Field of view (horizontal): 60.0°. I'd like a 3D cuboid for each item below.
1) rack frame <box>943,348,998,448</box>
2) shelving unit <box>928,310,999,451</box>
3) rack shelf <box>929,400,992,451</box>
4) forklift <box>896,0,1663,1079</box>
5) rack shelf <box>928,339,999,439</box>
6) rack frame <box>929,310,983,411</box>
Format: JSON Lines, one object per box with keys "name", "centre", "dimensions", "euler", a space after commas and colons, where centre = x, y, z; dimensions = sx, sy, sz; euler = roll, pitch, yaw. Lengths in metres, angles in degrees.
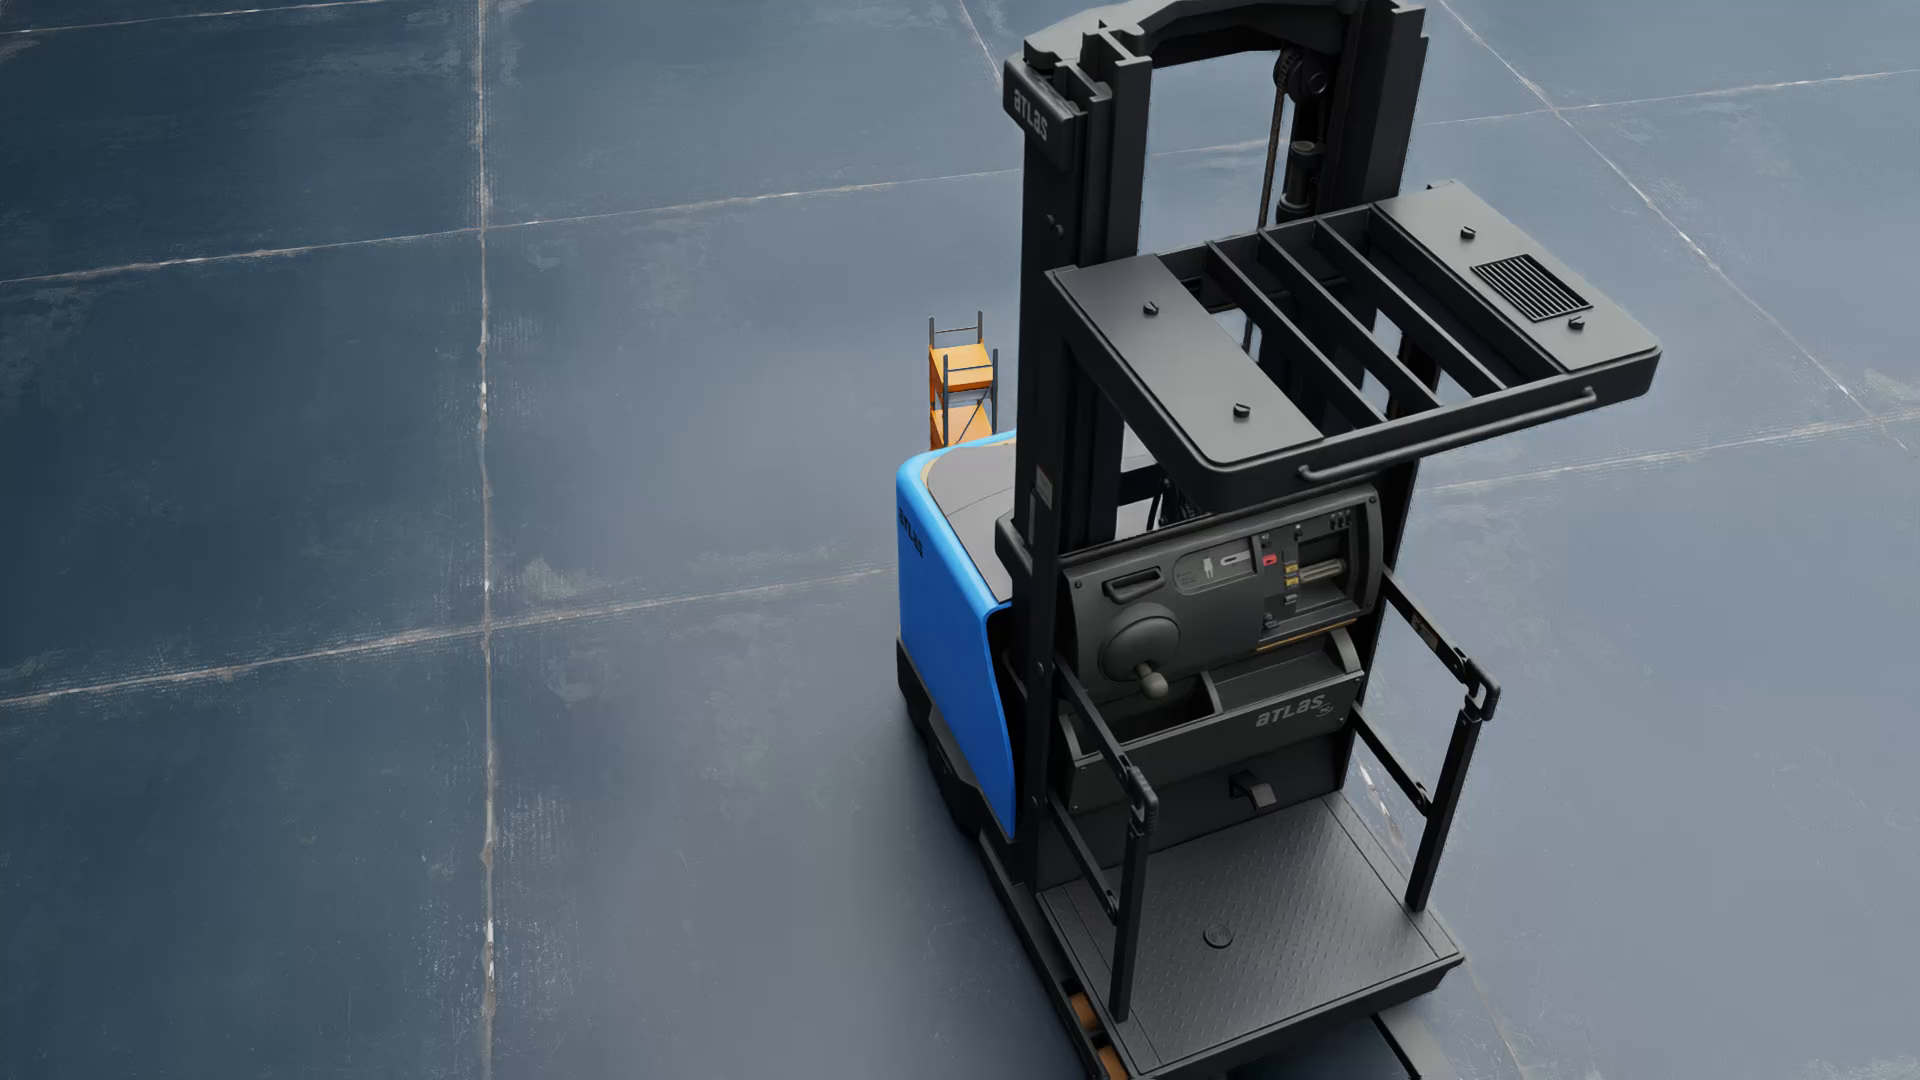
{"name": "rack frame", "centre": [0.038, -0.279, 6.273], "dimensions": [0.200, 1.050, 0.008], "euler": [-8, 42, -9]}
{"name": "shelving unit", "centre": [0.012, -0.358, 6.362], "dimensions": [0.215, 1.050, 0.252], "euler": [-8, 42, -9]}
{"name": "rack shelf", "centre": [0.012, -0.350, 6.369], "dimensions": [0.215, 0.259, 0.240], "euler": [-8, 42, -9]}
{"name": "forklift", "centre": [0.802, 0.226, 4.287], "dimensions": [1.130, 2.935, 3.031], "euler": [-15, 44, -17]}
{"name": "rack shelf", "centre": [0.012, -0.562, 6.181], "dimensions": [0.215, 0.259, 0.240], "euler": [-8, 42, -9]}
{"name": "rack frame", "centre": [-0.015, -0.437, 6.451], "dimensions": [0.200, 1.050, 0.008], "euler": [-8, 42, -9]}
